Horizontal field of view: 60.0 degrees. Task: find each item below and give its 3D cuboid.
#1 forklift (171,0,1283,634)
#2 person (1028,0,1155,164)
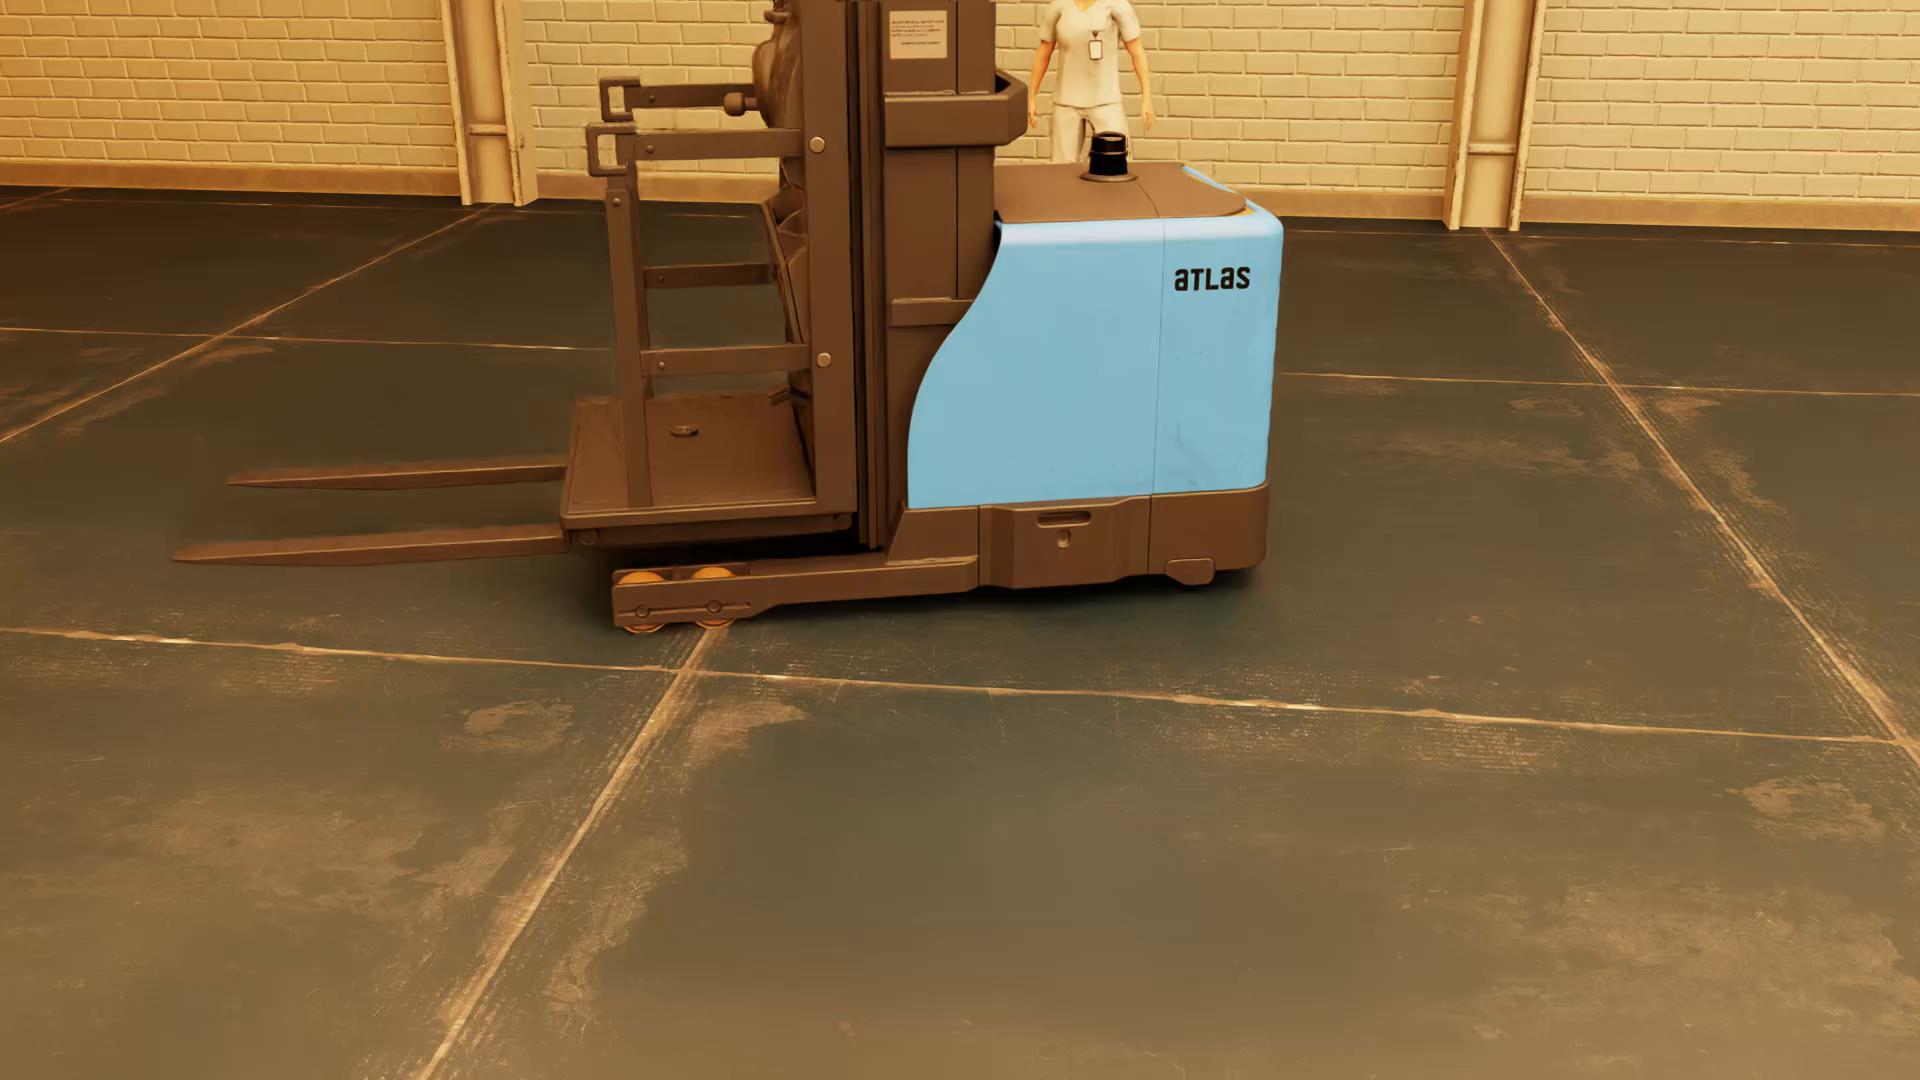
[{"bbox_3d":[-0.673,-1.316,4.521,3.031,2.935,1.130,-4,22,-9],"label":"forklift"},{"bbox_3d":[0.683,-2.199,8.441,0.749,1.647,0.365,6,23,15],"label":"person"}]
